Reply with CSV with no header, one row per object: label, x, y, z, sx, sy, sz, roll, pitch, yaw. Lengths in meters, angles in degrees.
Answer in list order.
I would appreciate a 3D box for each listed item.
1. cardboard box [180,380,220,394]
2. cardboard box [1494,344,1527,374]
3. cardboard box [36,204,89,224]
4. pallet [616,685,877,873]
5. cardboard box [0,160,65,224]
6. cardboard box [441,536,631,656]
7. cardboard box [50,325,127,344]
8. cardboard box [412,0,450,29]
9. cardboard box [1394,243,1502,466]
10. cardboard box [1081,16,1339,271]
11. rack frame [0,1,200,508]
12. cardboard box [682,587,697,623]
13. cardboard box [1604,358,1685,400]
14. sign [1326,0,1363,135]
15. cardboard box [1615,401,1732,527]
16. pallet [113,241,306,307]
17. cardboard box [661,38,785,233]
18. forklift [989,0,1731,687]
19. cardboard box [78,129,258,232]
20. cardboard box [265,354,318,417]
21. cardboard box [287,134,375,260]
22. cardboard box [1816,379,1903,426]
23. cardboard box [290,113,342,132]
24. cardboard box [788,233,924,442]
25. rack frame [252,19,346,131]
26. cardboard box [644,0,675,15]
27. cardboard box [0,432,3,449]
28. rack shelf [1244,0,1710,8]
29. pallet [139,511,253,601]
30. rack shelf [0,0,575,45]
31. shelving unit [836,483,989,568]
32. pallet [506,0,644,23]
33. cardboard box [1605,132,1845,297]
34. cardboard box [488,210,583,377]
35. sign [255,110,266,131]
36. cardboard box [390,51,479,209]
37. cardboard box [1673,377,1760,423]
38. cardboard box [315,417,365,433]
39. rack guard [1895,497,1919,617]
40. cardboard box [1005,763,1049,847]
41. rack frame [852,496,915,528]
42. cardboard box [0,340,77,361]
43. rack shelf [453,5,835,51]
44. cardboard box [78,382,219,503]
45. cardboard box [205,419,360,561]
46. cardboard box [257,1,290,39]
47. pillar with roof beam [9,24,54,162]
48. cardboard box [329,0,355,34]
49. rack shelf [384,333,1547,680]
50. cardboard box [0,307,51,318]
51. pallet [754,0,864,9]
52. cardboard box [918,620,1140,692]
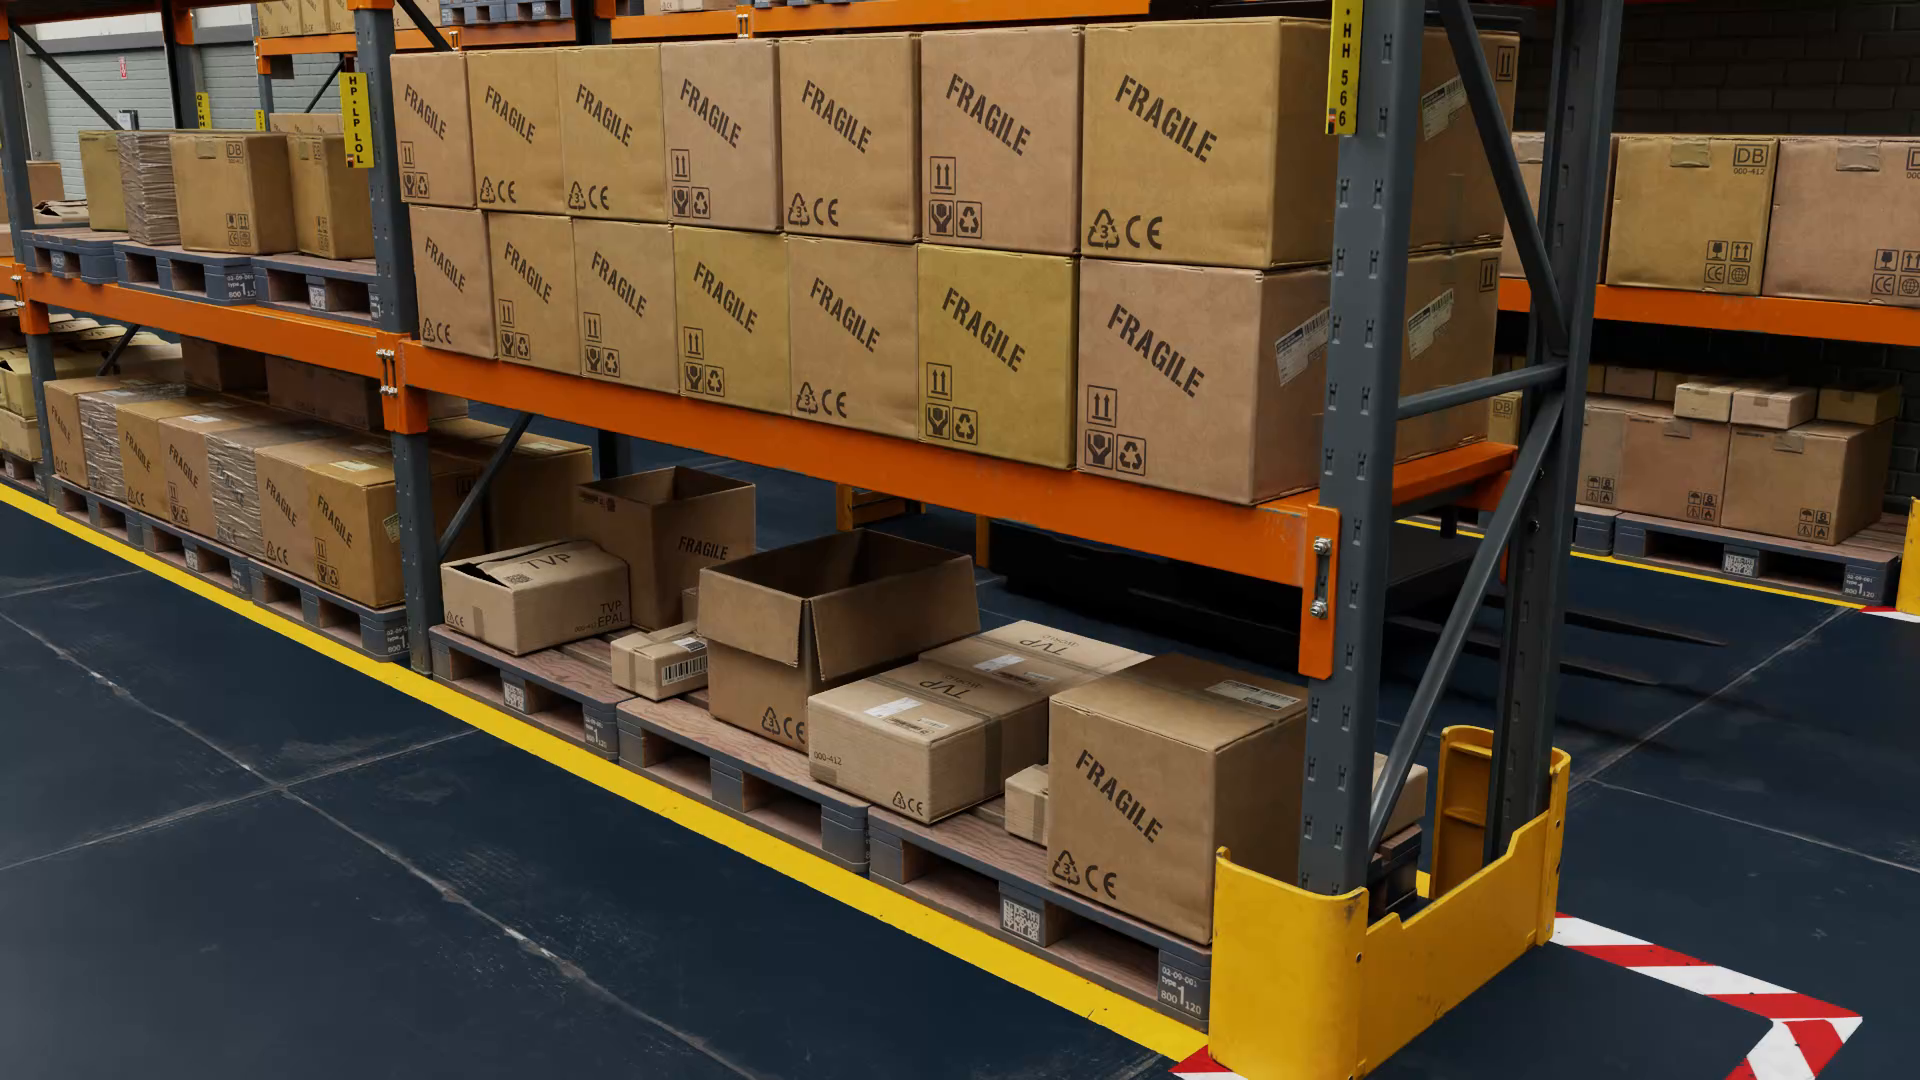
cardboard box,-3.791,-0.604,8.887,0.500,0.500,0.500,-14,20,-42
cardboard box,2.941,-0.959,9.001,0.250,0.149,0.380,14,20,43
cardboard box,-4.858,-1.750,9.378,0.500,0.311,0.500,-13,19,-41
pallet,-0.371,0.661,5.475,1.213,0.211,1.003,14,20,42
cardboard box,-5.846,-2.061,10.195,0.500,0.500,0.500,12,19,39
cardboard box,-1.595,0.179,6.256,0.500,0.311,0.500,14,20,42
cardboard box,-5.550,-1.191,10.562,0.500,0.311,0.500,13,19,41
cardboard box,-4.608,-4.875,15.007,0.500,0.500,0.500,-14,20,-43
cardboard box,0.996,-0.496,4.187,0.500,0.500,0.500,-14,20,-43
cardboard box,0.621,-0.882,3.687,0.500,0.500,0.500,13,20,42
rack frame,-4.627,-1.722,9.092,0.127,3.000,1.000,14,20,42
cardboard box,-0.829,0.248,6.314,0.250,0.149,0.380,14,20,42
cardboard box,3.495,-0.825,8.486,0.250,0.149,0.380,14,20,43
sign,0.733,-0.938,3.159,0.005,0.325,0.100,14,20,42
cardboard box,3.634,-0.407,8.170,0.500,0.500,0.700,14,20,42
pallet,-3.224,-1.290,7.813,1.213,0.211,1.003,14,20,42
cardboard box,-0.490,-1.150,4.716,0.500,0.500,0.500,-14,20,-42
forklift,1.530,-1.038,6.604,3.031,2.935,1.130,14,20,43
cardboard box,-4.095,-1.884,8.682,0.500,0.500,0.700,7,16,24
cardboard box,-3.008,-0.780,8.073,0.500,0.250,0.500,13,20,41
cardboard box,-2.472,-1.506,7.231,0.700,0.500,0.500,-11,18,-35
cardboard box,4.223,-0.648,7.808,0.250,0.149,0.380,14,20,43
cardboard box,-6.466,-4.095,16.971,0.500,0.500,0.500,14,20,42
cardboard box,-0.110,-0.578,4.502,0.500,0.500,0.500,14,20,43
rack frame,-6.950,-4.022,17.919,0.127,3.000,1.000,14,20,42
cardboard box,-2.060,-4.377,13.087,0.797,0.503,0.637,-11,18,-37
cardboard box,-5.548,-0.732,9.913,0.500,0.250,0.500,13,20,42
rack shelf,3.128,-2.675,8.228,4.000,0.370,1.077,14,20,42
pallet,-3.242,-0.022,8.096,1.213,0.211,1.003,14,20,42
rack shelf,-3.187,-2.475,7.461,4.000,0.370,1.077,14,20,42
shelving unit,-0.055,-0.739,8.294,1.083,1.500,0.587,14,20,42
pallet,-2.951,-4.374,13.694,1.003,0.211,1.213,14,20,42
cardboard box,3.662,-1.580,7.950,0.700,0.700,0.980,13,20,42
cardboard box,-1.199,-0.843,5.519,0.500,0.500,0.500,14,20,43
sign,-7.327,-4.342,17.431,0.005,0.325,0.100,14,20,42
cardboard box,-1.603,-1.421,5.754,0.500,0.500,0.500,-14,20,-43
cardboard box,3.591,-0.668,7.883,0.380,0.149,0.250,-14,20,-43
cardboard box,-2.673,-0.334,7.851,0.500,0.500,0.500,14,20,43
rack guard,4.585,-0.008,7.471,0.348,0.500,1.175,14,20,42
cardboard box,0.341,0.699,4.548,0.250,0.166,0.380,14,20,42
rack frame,-0.427,-0.830,8.642,0.032,1.500,0.500,14,20,42
cardboard box,-5.554,-1.003,9.840,0.500,0.311,0.500,13,20,41
rack shelf,-2.631,-4.075,13.601,4.000,0.370,1.077,14,20,42
cardboard box,-4.117,-0.503,8.499,0.500,0.500,0.500,13,19,40
cardboard box,-3.012,-0.235,7.472,0.500,0.500,0.500,14,20,43
cardboard box,-6.883,-5.428,17.126,0.500,0.500,0.500,-14,20,-43
pillar with roof beam,-17.473,-8.278,22.356,0.400,9.000,9.100,14,20,42
cardboard box,-5.744,-5.147,16.050,0.500,0.500,0.500,-13,19,-41
rack shelf,-0.308,-0.324,5.152,4.000,0.370,1.077,14,20,42
cardboard box,-6.637,-1.457,11.584,0.500,0.311,0.500,-14,20,-43
pallet,-0.691,-3.879,11.795,1.213,0.211,1.003,-13,20,-42
cardboard box,0.218,0.474,5.244,0.500,0.250,0.500,14,20,42
